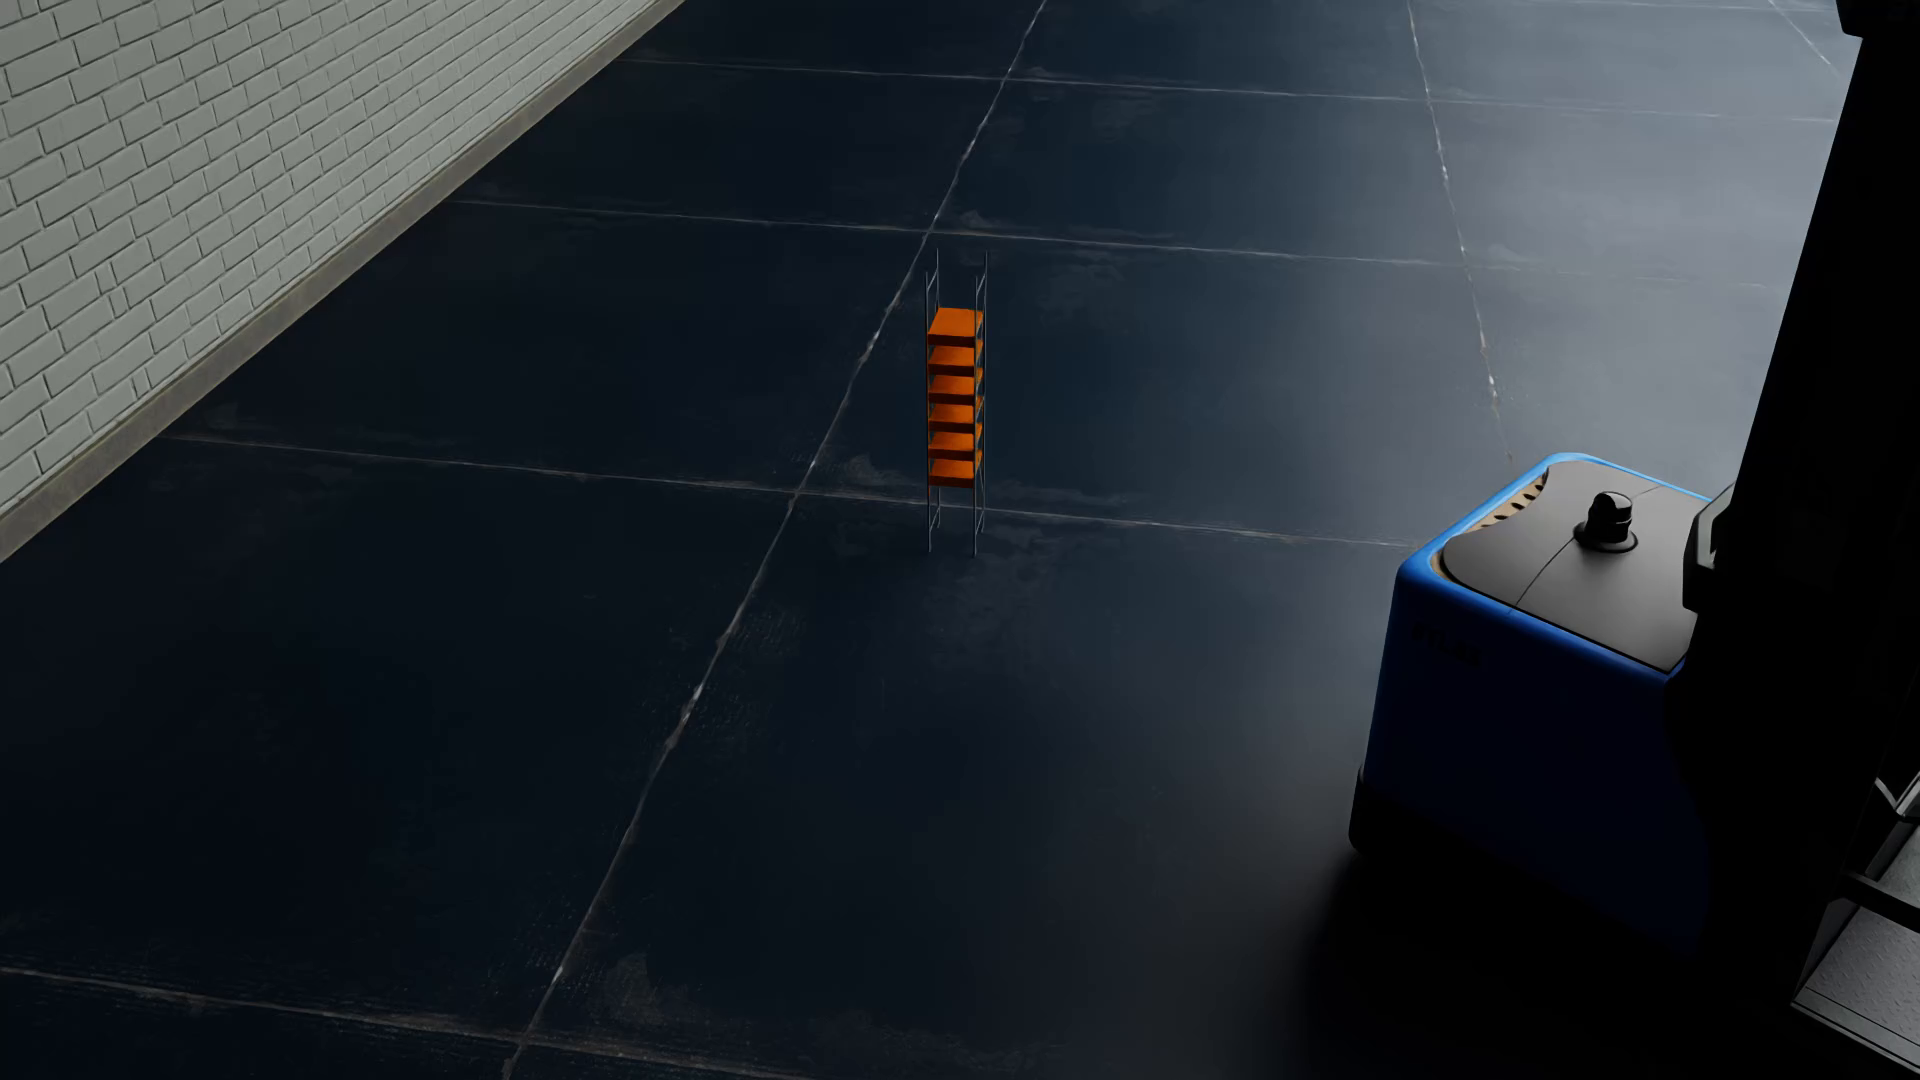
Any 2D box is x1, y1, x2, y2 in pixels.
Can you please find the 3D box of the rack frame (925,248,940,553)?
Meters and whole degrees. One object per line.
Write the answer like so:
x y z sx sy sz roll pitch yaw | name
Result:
-0.104 -0.518 6.420 0.006 1.200 0.240 5 32 8 | rack frame

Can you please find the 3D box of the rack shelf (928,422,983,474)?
-0.014 -0.370 6.494 0.180 0.103 0.258 5 32 8 | rack shelf

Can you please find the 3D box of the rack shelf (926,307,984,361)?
-0.014 -0.777 6.239 0.180 0.103 0.258 5 32 8 | rack shelf

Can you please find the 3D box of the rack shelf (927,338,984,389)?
-0.014 -0.676 6.303 0.180 0.103 0.258 5 32 8 | rack shelf

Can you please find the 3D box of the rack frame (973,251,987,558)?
0.076 -0.502 6.394 0.006 1.200 0.240 5 32 8 | rack frame

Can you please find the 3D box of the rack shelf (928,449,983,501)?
-0.014 -0.269 6.558 0.180 0.103 0.258 5 32 8 | rack shelf

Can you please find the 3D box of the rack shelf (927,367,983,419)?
-0.014 -0.574 6.367 0.180 0.103 0.258 5 32 8 | rack shelf

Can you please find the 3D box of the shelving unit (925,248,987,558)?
-0.014 -0.510 6.407 0.189 1.200 0.258 5 32 8 | shelving unit

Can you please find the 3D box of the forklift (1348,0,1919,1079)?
2.604 0.100 3.801 3.031 2.935 1.130 27 41 36 | forklift

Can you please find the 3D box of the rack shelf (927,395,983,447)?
-0.014 -0.472 6.430 0.180 0.103 0.258 5 32 8 | rack shelf
